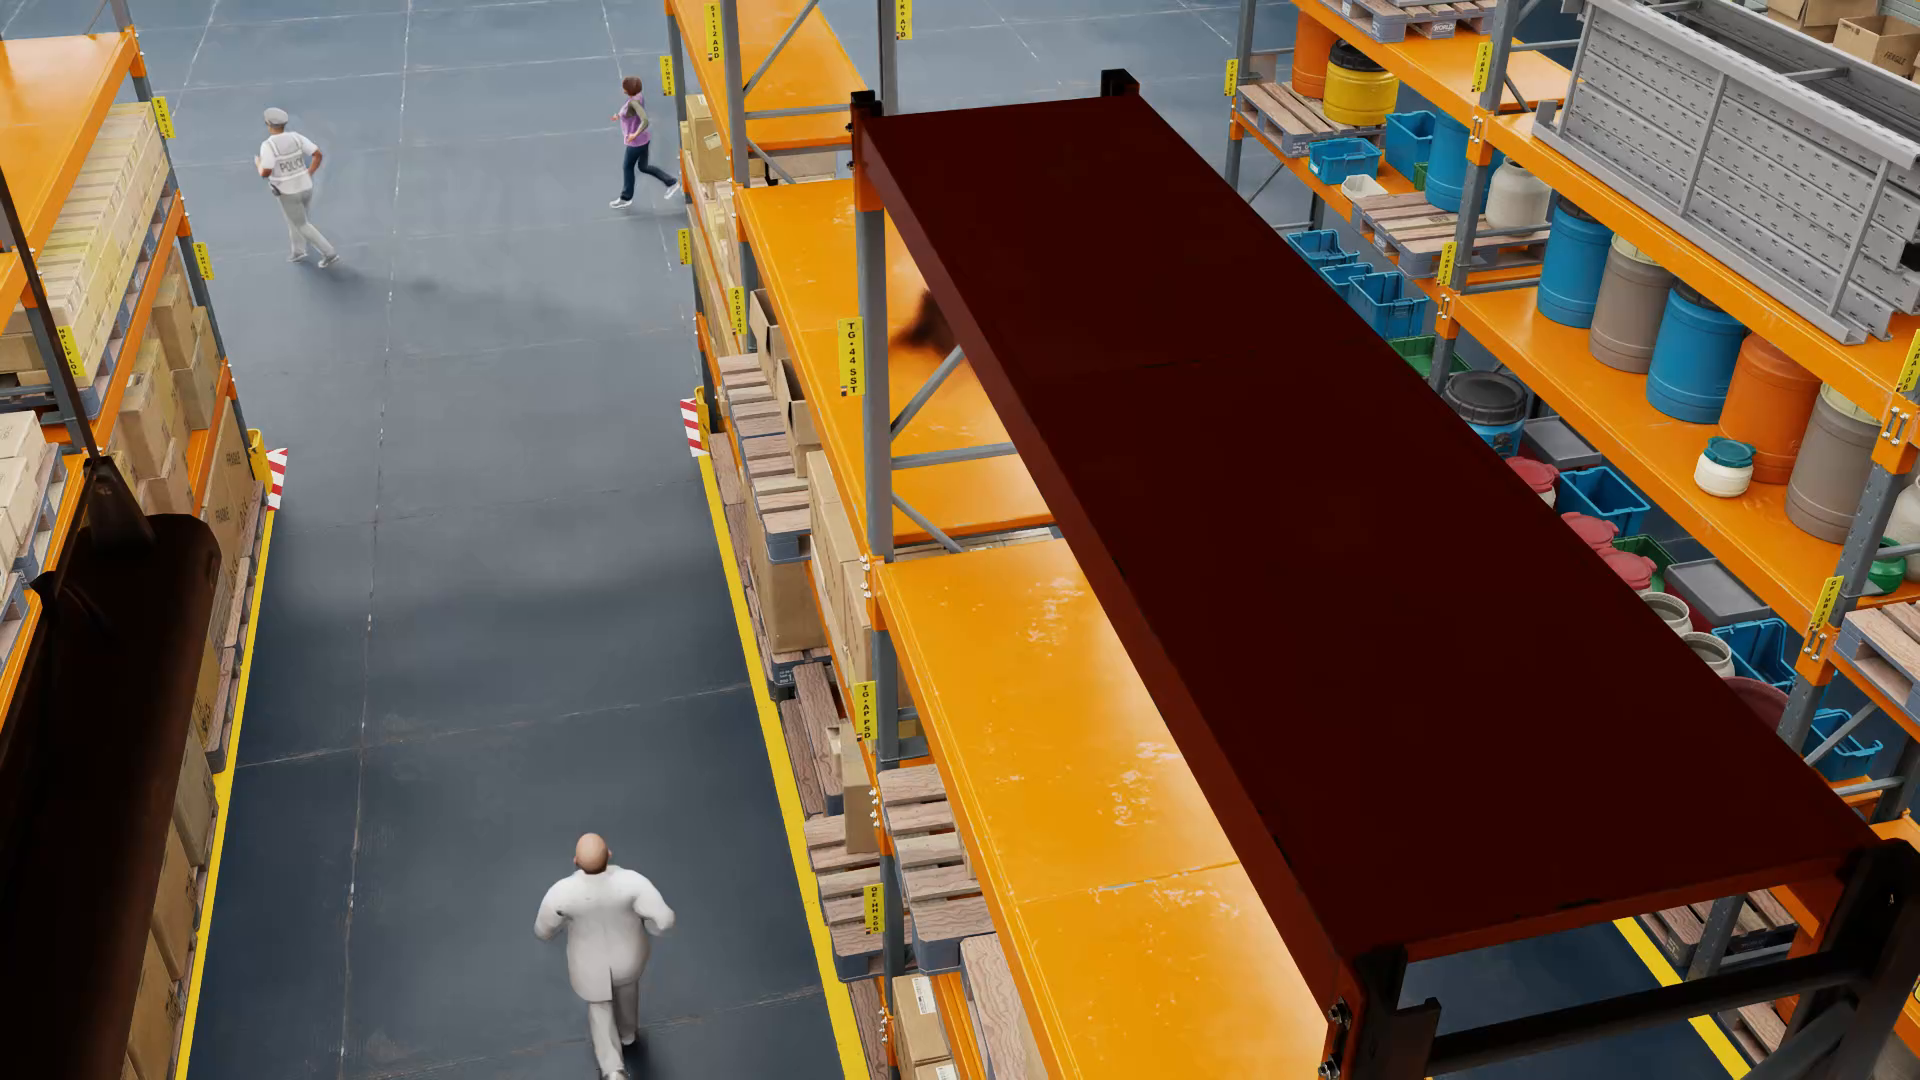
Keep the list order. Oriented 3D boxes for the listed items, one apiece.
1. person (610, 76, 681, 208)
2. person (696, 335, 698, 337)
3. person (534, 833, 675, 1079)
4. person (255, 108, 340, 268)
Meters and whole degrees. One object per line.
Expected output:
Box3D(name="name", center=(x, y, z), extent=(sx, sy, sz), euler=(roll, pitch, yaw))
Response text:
Box3D(name="person", center=(-3.749, -4.639, 19.427), extent=(0.877, 1.592, 0.524), euler=(3, 35, 4))
Box3D(name="person", center=(-2.392, -2.688, 16.585), extent=(0.775, 1.665, 0.612), euler=(16, 38, 22))
Box3D(name="person", center=(-1.929, 2.332, 9.208), extent=(0.742, 1.661, 0.920), euler=(-9, 35, -13))
Box3D(name="person", center=(-7.222, -3.754, 18.014), extent=(0.884, 1.831, 0.636), euler=(15, 37, 20))
